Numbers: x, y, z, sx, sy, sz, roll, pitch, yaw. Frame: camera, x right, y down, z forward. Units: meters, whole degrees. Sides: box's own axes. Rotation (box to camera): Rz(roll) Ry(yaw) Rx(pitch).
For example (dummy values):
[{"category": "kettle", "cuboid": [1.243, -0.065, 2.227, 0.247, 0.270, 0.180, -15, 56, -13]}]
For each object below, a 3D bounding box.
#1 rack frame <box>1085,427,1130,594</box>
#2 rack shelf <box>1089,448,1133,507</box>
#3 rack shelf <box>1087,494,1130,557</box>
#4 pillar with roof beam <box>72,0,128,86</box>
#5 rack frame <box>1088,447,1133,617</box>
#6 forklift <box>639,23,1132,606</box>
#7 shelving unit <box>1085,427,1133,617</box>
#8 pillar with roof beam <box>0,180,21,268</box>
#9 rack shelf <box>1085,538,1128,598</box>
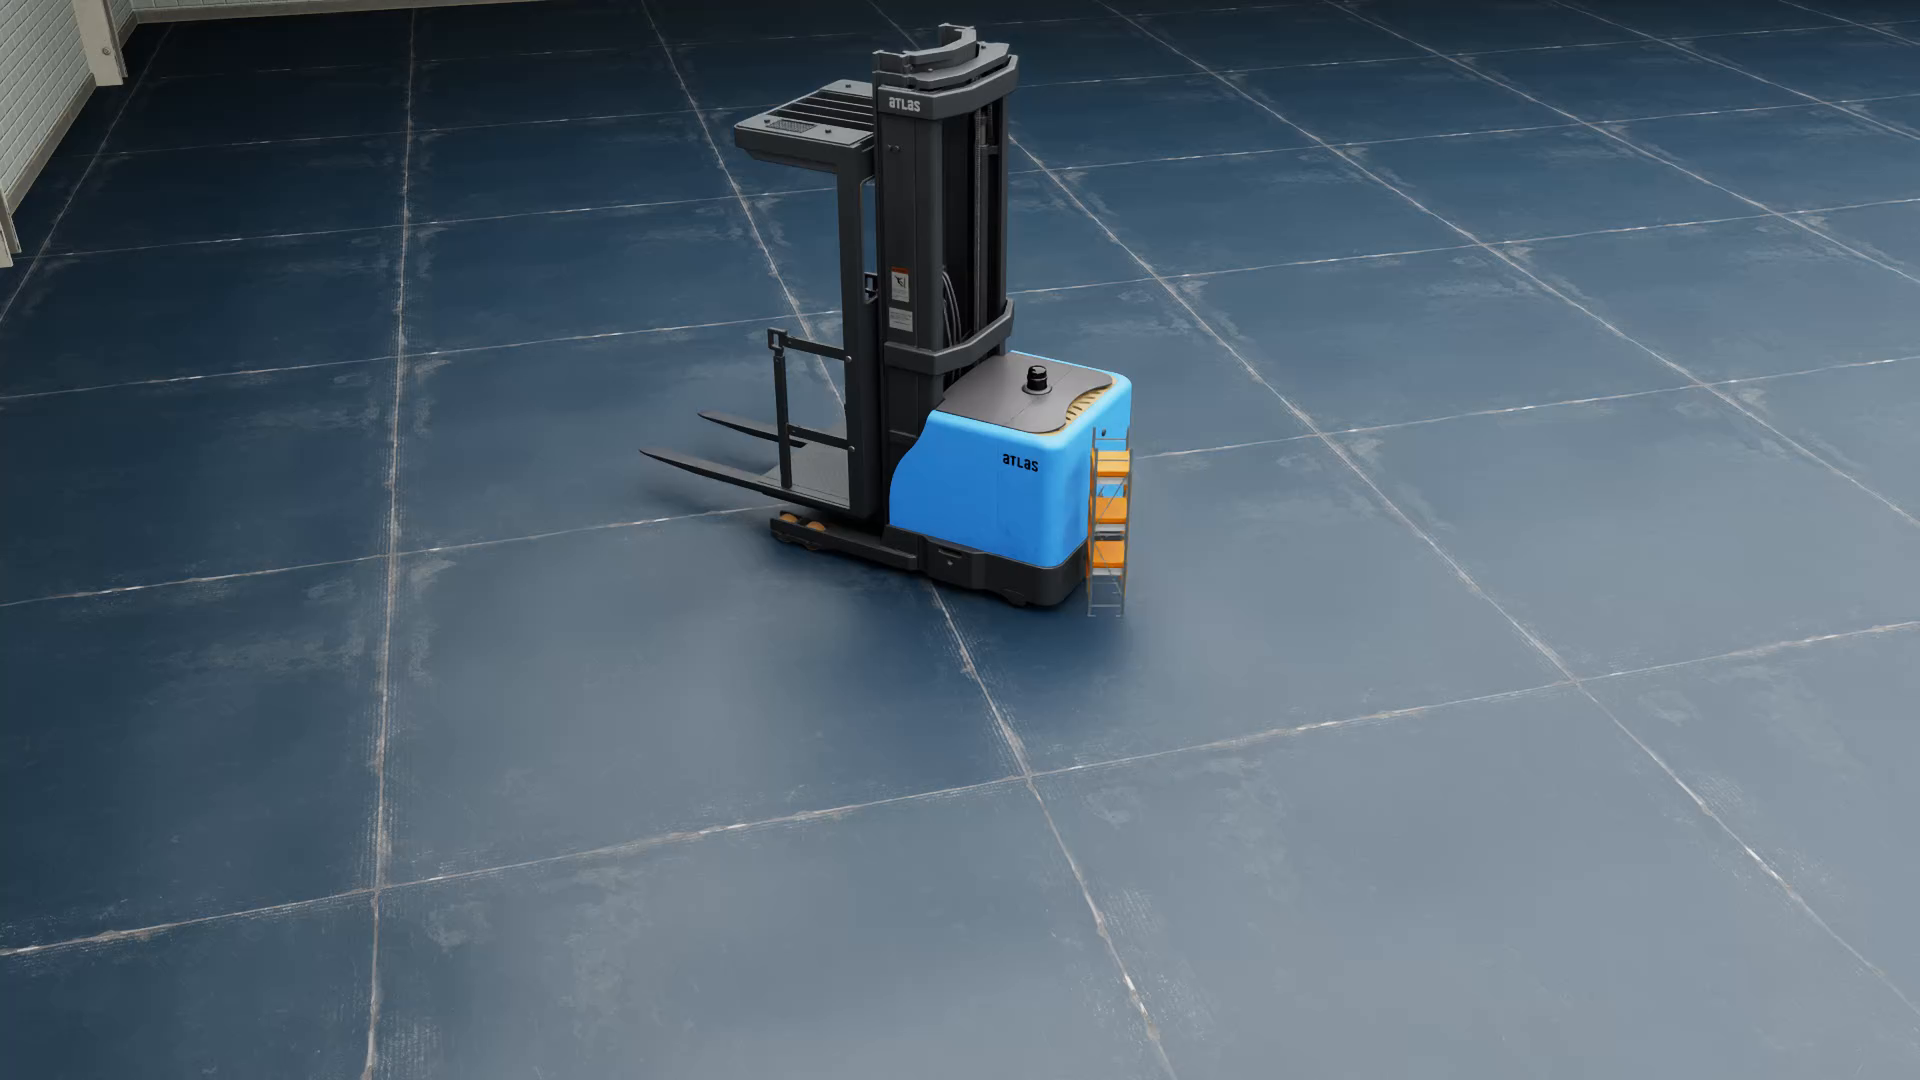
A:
[{"category": "rack frame", "cuboid": [0.813, -0.151, 9.193, 0.200, 1.050, 0.008, 0, 30, 1]}, {"category": "rack shelf", "cuboid": [0.811, -0.326, 8.951, 0.215, 0.259, 0.240, 0, 30, 1]}, {"category": "rack shelf", "cuboid": [0.811, -0.080, 9.093, 0.215, 0.259, 0.240, 0, 30, 1]}, {"category": "pillar with roof beam", "cuboid": [-5.594, -9.733, 17.814, 9.100, 9.000, 0.400, -8, 31, -13]}, {"category": "rack frame", "cuboid": [0.809, -0.028, 8.982, 0.200, 1.050, 0.008, 0, 30, 1]}, {"category": "forklift", "cuboid": [-0.549, -1.422, 9.512, 3.031, 2.935, 1.130, 16, 34, 25]}, {"category": "shelving unit", "cuboid": [0.811, -0.090, 9.088, 0.215, 1.050, 0.252, 0, 30, 1]}, {"category": "pillar with roof beam", "cuboid": [-4.002, -6.835, 12.808, 9.100, 9.000, 0.400, -8, 31, -13]}, {"category": "rack shelf", "cuboid": [0.811, 0.160, 9.232, 0.215, 0.259, 0.240, 0, 30, 1]}]
